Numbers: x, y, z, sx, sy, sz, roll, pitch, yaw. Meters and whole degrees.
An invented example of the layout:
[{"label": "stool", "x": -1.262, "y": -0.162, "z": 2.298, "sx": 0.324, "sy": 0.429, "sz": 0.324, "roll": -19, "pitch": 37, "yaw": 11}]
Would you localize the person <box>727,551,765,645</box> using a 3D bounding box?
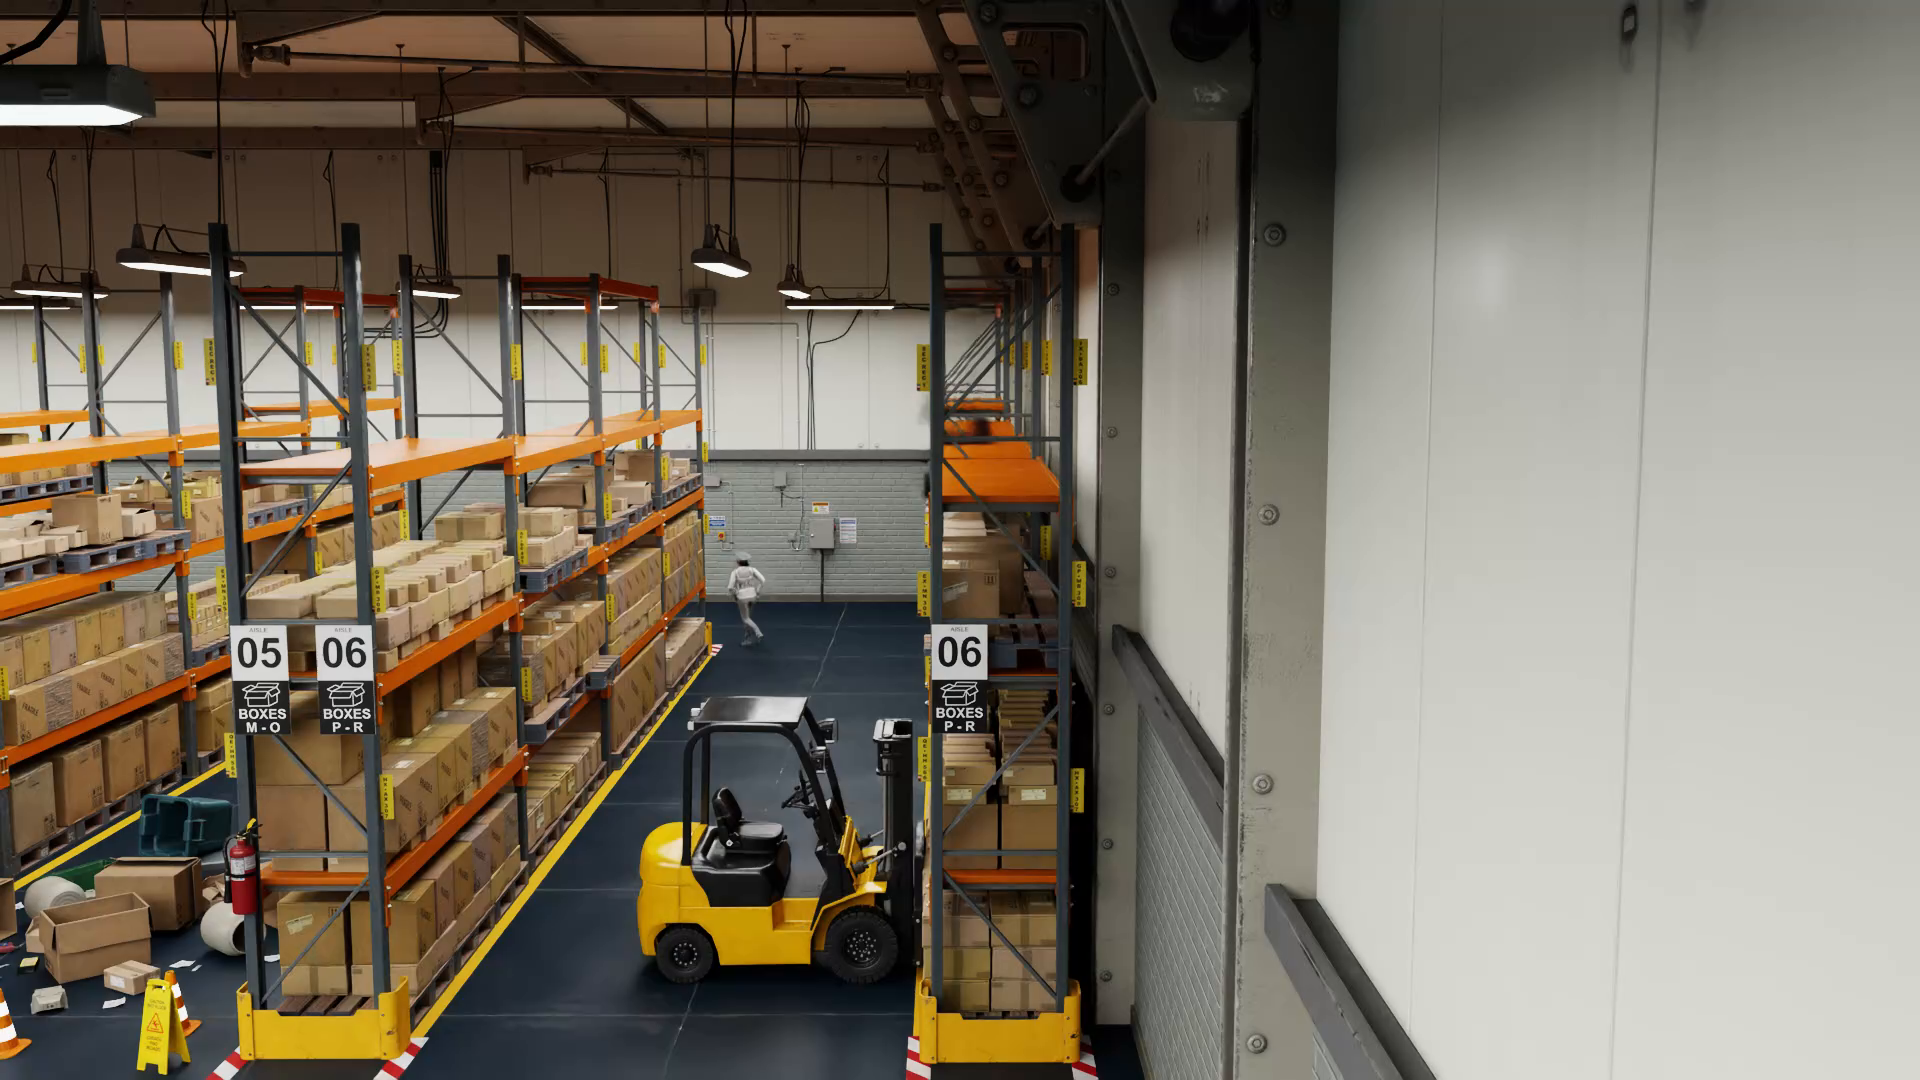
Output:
[{"label": "person", "x": -3.664, "y": 1.036, "z": 28.462, "sx": 0.645, "sy": 1.686, "sz": 0.753, "roll": -5, "pitch": 8, "yaw": -37}]
